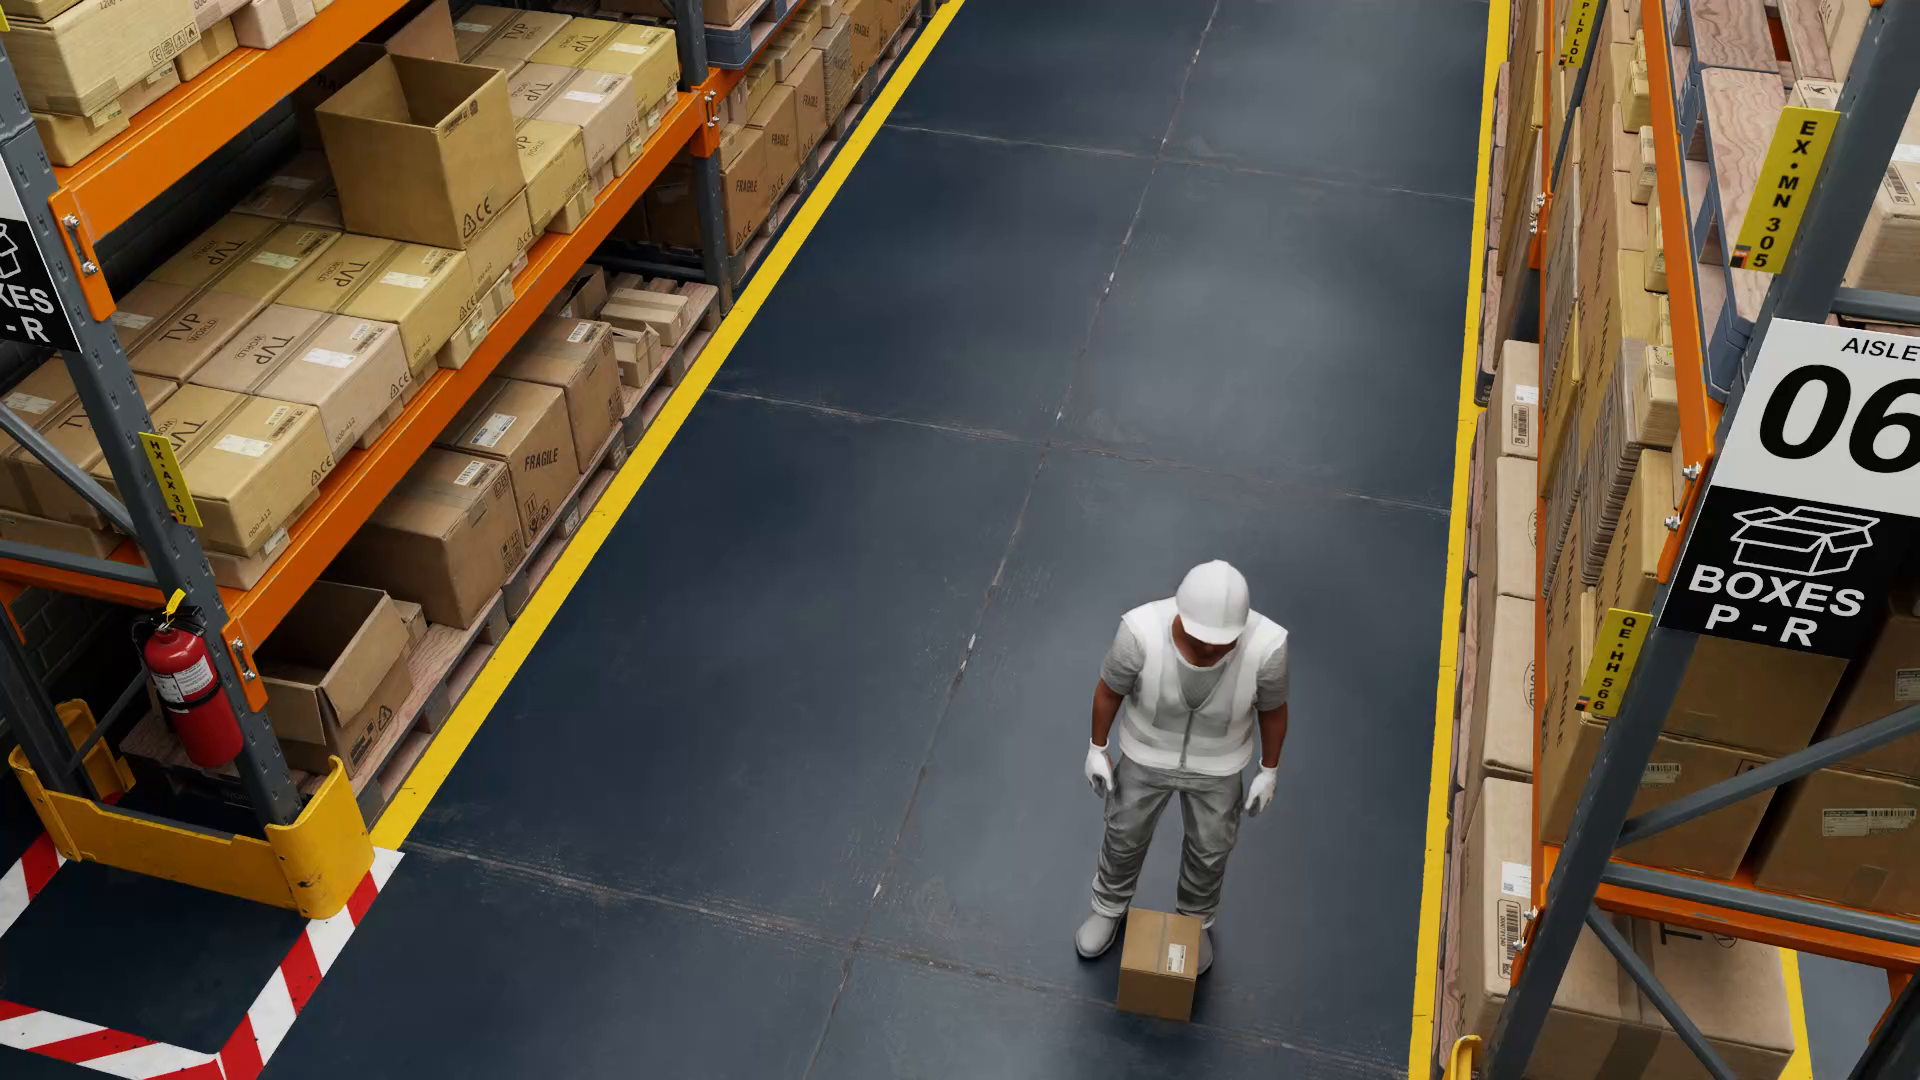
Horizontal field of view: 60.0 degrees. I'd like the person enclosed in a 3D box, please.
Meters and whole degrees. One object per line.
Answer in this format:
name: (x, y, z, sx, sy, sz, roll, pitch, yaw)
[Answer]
person: (0.710, 0.713, 5.320, 0.619, 1.772, 0.450, 6, 41, 7)
